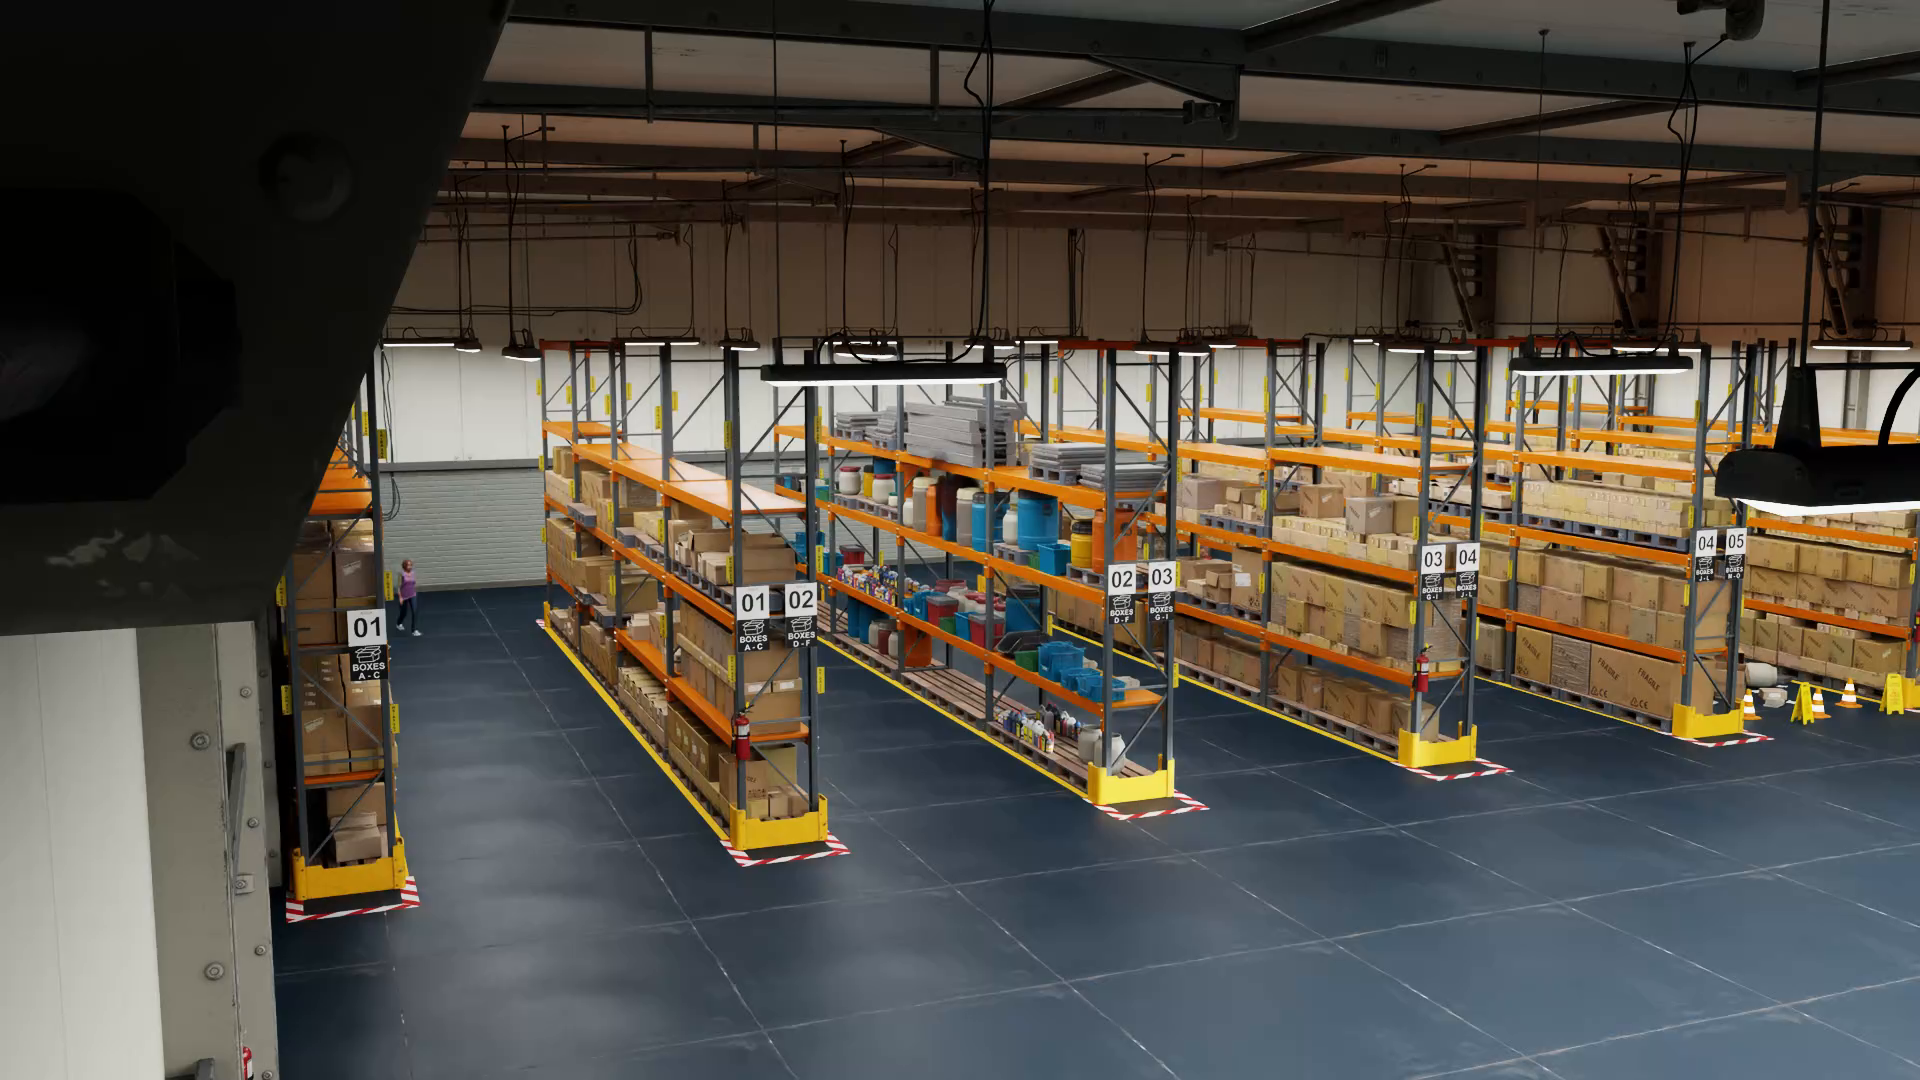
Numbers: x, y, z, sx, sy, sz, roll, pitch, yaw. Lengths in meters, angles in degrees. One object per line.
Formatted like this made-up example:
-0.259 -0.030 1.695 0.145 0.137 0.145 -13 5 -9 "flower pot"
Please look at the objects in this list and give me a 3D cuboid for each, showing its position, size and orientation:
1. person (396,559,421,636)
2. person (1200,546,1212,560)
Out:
-11.266 1.154 33.861 0.457 1.548 0.837 -6 9 -37 "person"
5.052 0.992 34.451 0.404 1.738 0.545 -2 8 -12 "person"
